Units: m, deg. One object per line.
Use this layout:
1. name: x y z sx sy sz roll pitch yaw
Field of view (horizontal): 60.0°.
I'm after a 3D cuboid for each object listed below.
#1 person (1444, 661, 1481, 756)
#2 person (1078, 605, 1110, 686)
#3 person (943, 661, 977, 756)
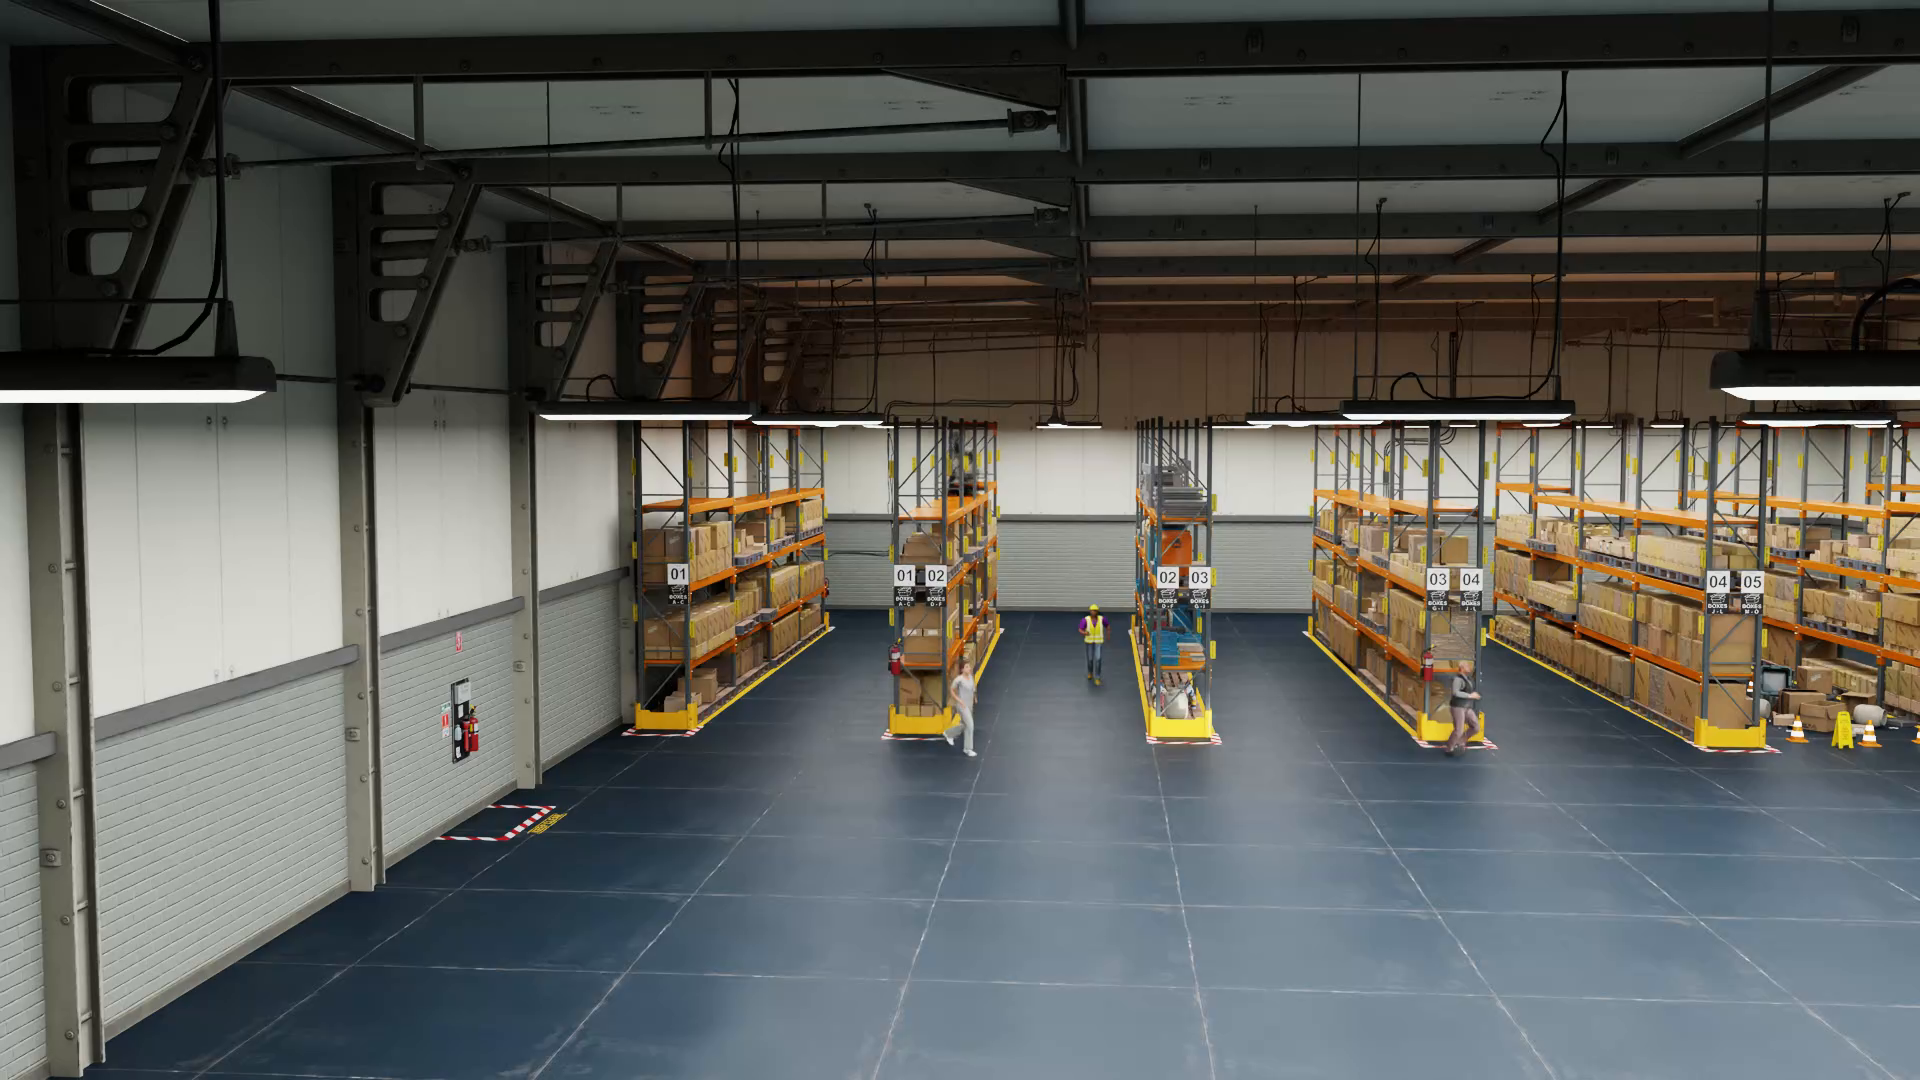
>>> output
1. person: 8.886 2.971 29.230 0.649 1.691 0.689 4 5 44
2. person: 3.052 2.368 37.852 0.724 1.819 0.821 0 4 4
3. person: 0.014 2.971 29.586 0.772 1.683 0.574 3 5 39
